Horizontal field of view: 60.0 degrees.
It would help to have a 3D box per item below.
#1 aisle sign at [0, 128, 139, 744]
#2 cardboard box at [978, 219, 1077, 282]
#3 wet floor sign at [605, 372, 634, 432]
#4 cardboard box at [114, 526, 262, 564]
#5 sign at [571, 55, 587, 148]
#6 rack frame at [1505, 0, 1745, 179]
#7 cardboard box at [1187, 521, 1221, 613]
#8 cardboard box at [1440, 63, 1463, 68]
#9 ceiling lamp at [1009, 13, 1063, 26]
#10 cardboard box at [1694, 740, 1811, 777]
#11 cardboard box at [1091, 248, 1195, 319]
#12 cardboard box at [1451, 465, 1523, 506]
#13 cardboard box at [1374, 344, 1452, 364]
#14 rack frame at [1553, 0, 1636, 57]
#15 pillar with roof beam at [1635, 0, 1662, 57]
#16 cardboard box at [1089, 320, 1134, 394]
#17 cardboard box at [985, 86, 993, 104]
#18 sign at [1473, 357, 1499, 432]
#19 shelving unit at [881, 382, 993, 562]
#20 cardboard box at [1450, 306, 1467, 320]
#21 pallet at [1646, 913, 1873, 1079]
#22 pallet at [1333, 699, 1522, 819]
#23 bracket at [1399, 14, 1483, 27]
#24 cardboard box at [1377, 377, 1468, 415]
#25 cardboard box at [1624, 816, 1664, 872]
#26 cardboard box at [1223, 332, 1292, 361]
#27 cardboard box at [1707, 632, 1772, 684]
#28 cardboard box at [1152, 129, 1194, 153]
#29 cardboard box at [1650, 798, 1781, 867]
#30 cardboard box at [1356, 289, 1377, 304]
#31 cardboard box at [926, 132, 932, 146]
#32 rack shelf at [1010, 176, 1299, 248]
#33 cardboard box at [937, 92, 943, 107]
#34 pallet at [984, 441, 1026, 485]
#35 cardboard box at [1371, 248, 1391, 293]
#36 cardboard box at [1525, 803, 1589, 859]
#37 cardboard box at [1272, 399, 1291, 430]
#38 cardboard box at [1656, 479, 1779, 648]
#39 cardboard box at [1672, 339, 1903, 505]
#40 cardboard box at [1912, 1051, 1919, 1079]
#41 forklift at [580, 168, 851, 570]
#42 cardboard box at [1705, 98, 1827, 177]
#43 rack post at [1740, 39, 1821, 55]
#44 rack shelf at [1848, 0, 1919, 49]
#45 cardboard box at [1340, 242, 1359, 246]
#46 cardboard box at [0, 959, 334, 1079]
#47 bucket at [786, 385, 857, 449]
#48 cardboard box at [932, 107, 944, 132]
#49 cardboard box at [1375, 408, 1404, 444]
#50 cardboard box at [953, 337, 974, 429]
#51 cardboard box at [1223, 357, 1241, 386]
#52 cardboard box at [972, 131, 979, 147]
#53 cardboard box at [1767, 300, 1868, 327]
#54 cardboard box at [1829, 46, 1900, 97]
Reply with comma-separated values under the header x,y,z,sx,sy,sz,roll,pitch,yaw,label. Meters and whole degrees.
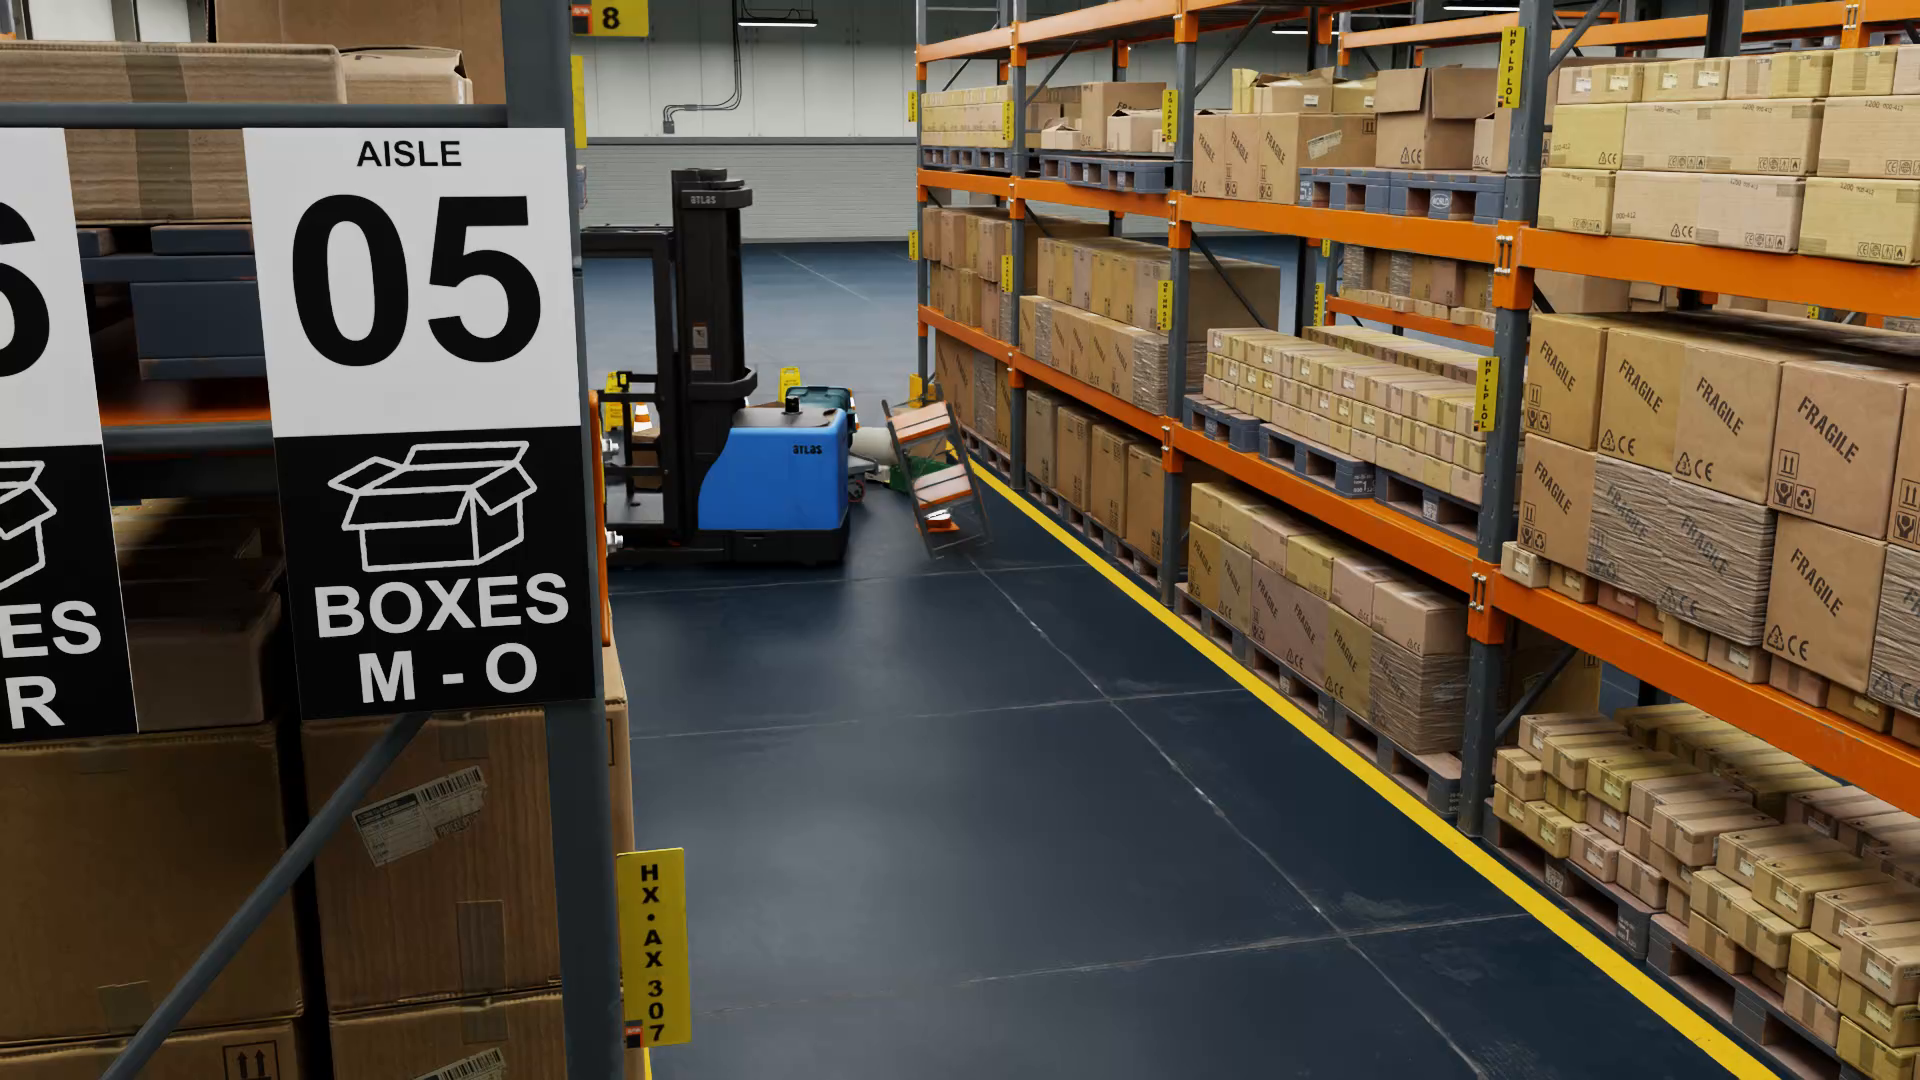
x,y,z,sx,sy,sz,roll,pitch,yaw,label
-1.293,-0.113,2.091,0.394,0.787,0.004,-3,14,-13,aisle sign
0.666,-2.756,15.797,0.875,0.550,0.550,-3,14,-13,cardboard box
-3.771,-1.535,18.349,0.267,0.644,0.232,2,14,6,wet floor sign
-1.513,0.083,3.083,0.380,0.149,0.250,-3,14,-14,cardboard box
-1.409,-1.585,6.017,0.100,0.325,0.005,-3,14,-13,sign
2.840,-3.020,6.828,1.000,3.000,0.127,-3,14,-13,rack frame
1.819,0.159,10.838,0.500,0.500,0.500,-4,14,-16,cardboard box
2.570,-2.532,9.326,0.396,0.266,0.258,-3,14,-13,cardboard box
2.221,-14.936,43.302,2.000,3.185,0.800,-3,14,-13,ceiling lamp
3.340,0.967,7.016,0.380,0.149,0.250,-3,14,-14,cardboard box
1.442,-2.020,13.057,0.700,0.500,0.500,-3,14,-14,cardboard box
2.554,-0.268,7.850,0.380,0.149,0.250,-4,14,-14,cardboard box
2.697,-1.076,9.903,0.380,0.149,0.250,-3,14,-13,cardboard box
5.806,-5.119,15.418,1.000,3.000,0.127,-3,14,-13,rack frame
11.904,-10.669,38.137,9.100,9.000,0.548,-3,14,-13,pillar with roof beam
1.300,-1.397,12.613,0.500,0.500,0.500,-4,14,-14,cardboard box
0.448,-4.109,15.360,0.380,0.149,0.250,-3,14,-13,cardboard box
2.301,-0.637,7.273,0.100,0.325,0.005,-3,14,-13,sign
-0.192,-0.556,13.051,0.538,1.125,1.048,-18,15,-1,shelving unit
5.322,-2.351,17.261,0.380,0.149,0.250,-3,14,-13,cardboard box
3.322,1.684,6.091,1.003,0.211,1.213,-3,14,-13,pallet
2.656,1.069,8.606,1.003,0.211,1.213,-3,14,-13,pallet
13.628,-14.716,47.117,0.076,0.066,4.783,-3,14,-13,bracket
2.371,-0.741,8.530,0.380,0.149,0.250,-3,14,-13,cardboard box
2.913,1.202,6.682,0.380,0.149,0.250,-4,14,-16,cardboard box
1.886,-1.220,10.493,0.380,0.149,0.250,-4,14,-15,cardboard box
2.945,0.401,5.995,0.380,0.149,0.250,-3,14,-11,cardboard box
1.546,-2.751,11.442,0.380,0.166,0.250,-3,14,-13,cardboard box
2.897,1.122,6.384,0.380,0.149,0.250,-3,14,-12,cardboard box
4.786,-2.809,19.134,0.380,0.149,0.250,-3,14,-13,cardboard box
-0.149,-4.306,17.846,0.380,0.149,0.250,-3,14,-13,cardboard box
1.431,-2.598,12.935,1.077,0.370,4.000,-3,14,-13,rack shelf
-0.033,-4.579,17.284,0.380,0.149,0.250,-3,14,-13,cardboard box
0.858,-0.777,16.161,1.003,0.211,1.213,-3,14,-13,pallet
5.203,-3.083,18.890,0.875,0.500,0.500,-3,14,-13,cardboard box
2.675,1.238,7.160,0.380,0.149,0.250,-3,14,-12,cardboard box
2.066,-0.749,9.815,0.380,0.149,0.250,-3,14,-11,cardboard box
2.918,0.061,6.018,0.500,0.500,0.500,-4,14,-14,cardboard box
2.934,-0.430,5.924,0.500,0.500,0.500,-3,14,-12,cardboard box
3.245,1.712,5.220,0.380,0.149,0.250,-3,14,-13,cardboard box
-2.401,-1.325,12.674,3.031,2.935,1.130,0,14,1,forklift
2.937,-1.377,5.684,0.500,0.250,0.500,-3,14,-12,cardboard box
9.735,-5.893,19.642,0.937,0.300,0.954,-2,14,-7,rack post
7.215,-3.191,9.886,1.077,0.370,4.000,-3,14,-13,rack shelf
4.731,-3.664,19.160,0.500,0.500,0.500,-3,14,-13,cardboard box
-1.379,0.971,2.922,0.500,0.500,0.500,-3,14,-13,cardboard box
-1.312,-1.003,14.905,0.726,0.611,0.620,2,24,6,bucket
0.006,-4.413,17.443,0.500,0.250,0.500,-3,14,-14,cardboard box
2.367,-0.594,8.556,0.380,0.149,0.250,-4,14,-15,cardboard box
0.454,-1.690,17.618,0.875,0.875,0.875,-4,14,-14,cardboard box
1.884,-1.070,10.504,0.380,0.149,0.250,-3,14,-10,cardboard box
0.326,-3.840,15.936,0.380,0.149,0.250,-3,14,-12,cardboard box
6.580,-1.657,12.792,0.500,0.500,0.500,-5,15,-20,cardboard box
3.009,-1.481,5.269,0.380,0.149,0.250,-4,14,-15,cardboard box
